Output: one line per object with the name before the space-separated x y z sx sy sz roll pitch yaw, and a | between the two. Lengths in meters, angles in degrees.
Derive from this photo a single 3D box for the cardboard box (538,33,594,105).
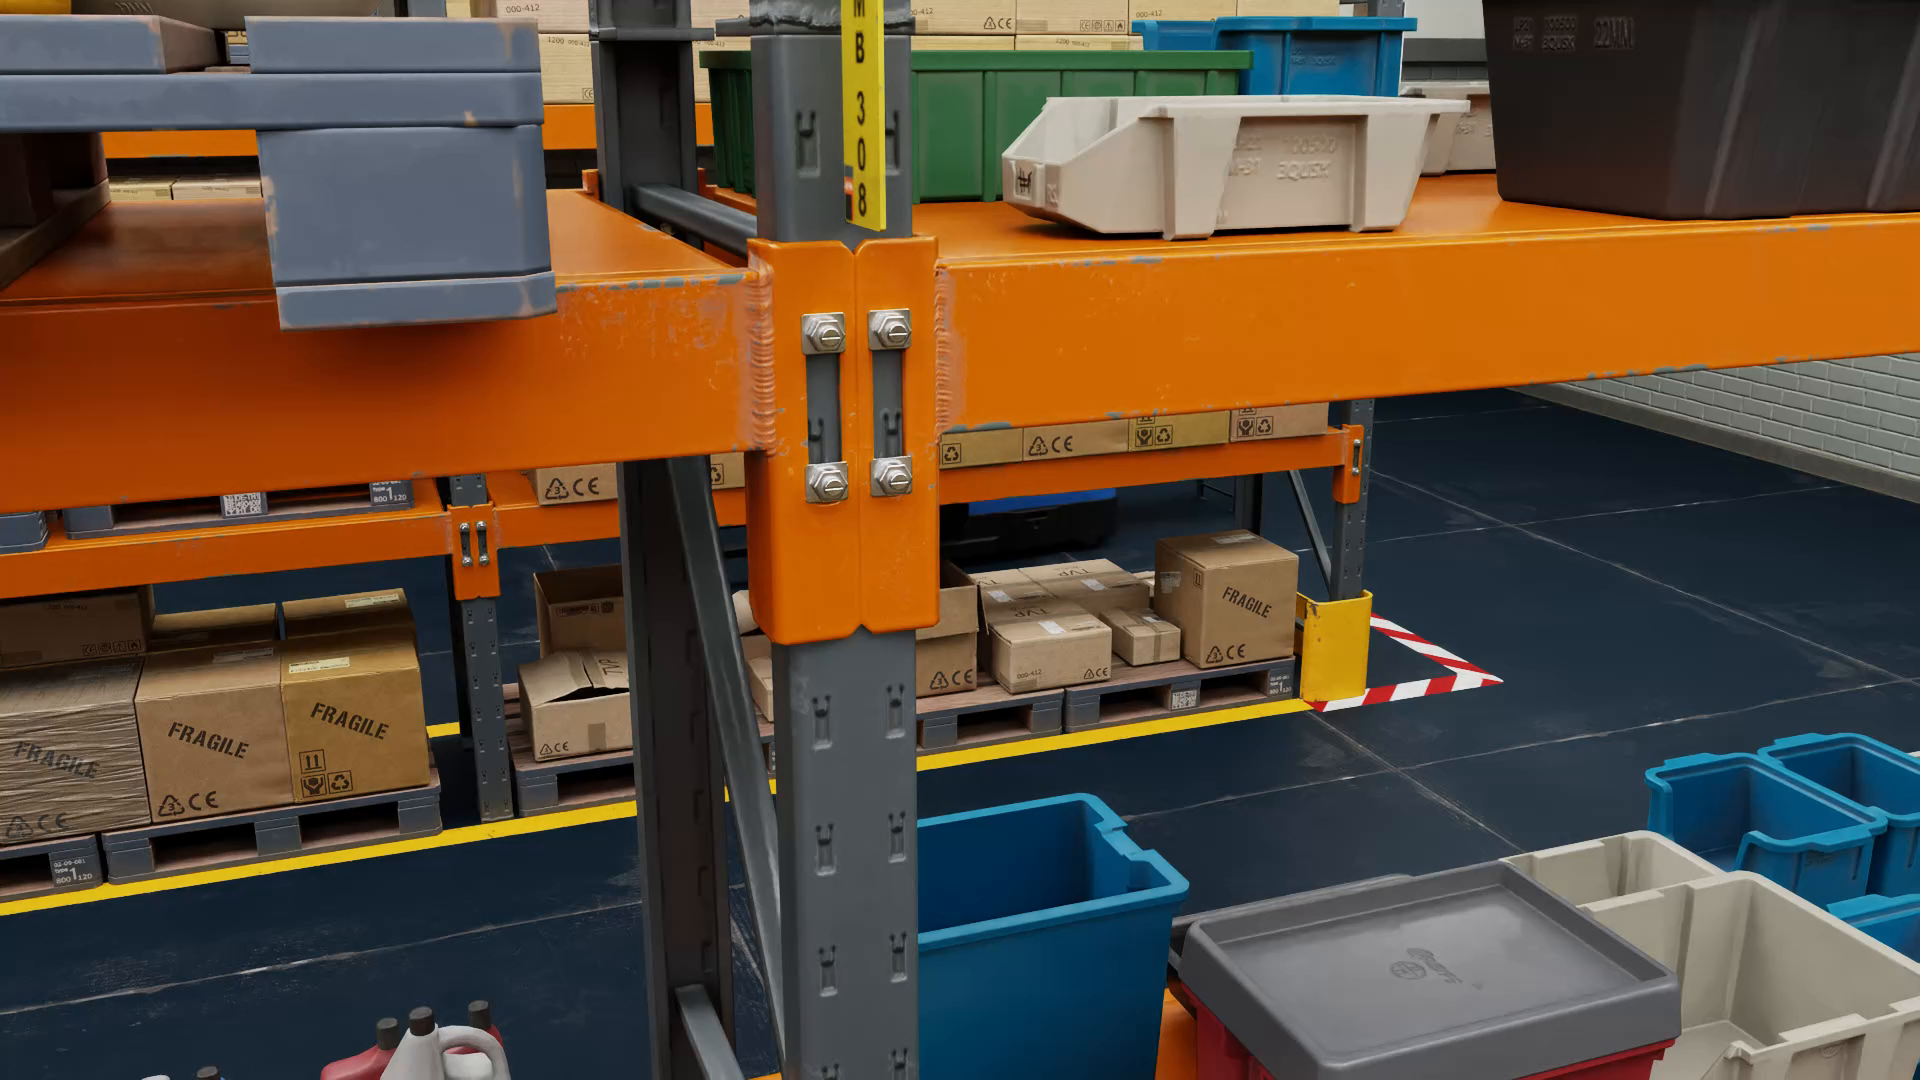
cardboard box | -1.503 -1.782 6.287 0.500 0.250 0.500 -6 17 -20

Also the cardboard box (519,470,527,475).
cardboard box | -1.671 -0.597 7.131 0.500 0.500 0.500 -6 17 -19

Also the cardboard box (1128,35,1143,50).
cardboard box | 0.833 -2.033 7.141 0.500 0.250 0.500 -6 17 -20

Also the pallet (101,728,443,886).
pallet | -2.792 0.999 6.823 1.213 0.211 1.003 -6 17 -20

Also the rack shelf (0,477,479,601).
rack shelf | -3.913 0.116 6.158 4.000 0.370 1.077 -6 17 -20

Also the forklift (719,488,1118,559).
forklift | -0.569 -1.333 9.937 3.031 2.935 1.130 -7 18 -23

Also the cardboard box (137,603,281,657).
cardboard box | -3.079 0.598 6.893 0.500 0.500 0.500 -6 17 -19

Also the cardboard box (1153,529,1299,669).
cardboard box | 1.270 0.273 7.999 0.500 0.500 0.500 -6 17 -20

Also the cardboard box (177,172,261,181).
cardboard box | -4.831 -2.262 10.906 0.500 0.250 0.500 -6 17 -19

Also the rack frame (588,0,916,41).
rack frame | -0.277 -2.006 1.459 0.127 3.000 1.000 -6 17 -20

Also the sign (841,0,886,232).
sign | -0.082 -0.426 1.387 0.005 0.325 0.100 -6 17 -20

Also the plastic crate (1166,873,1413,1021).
plastic crate | 0.672 0.792 2.959 0.590 0.125 0.437 -6 17 -20

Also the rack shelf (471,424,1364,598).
rack shelf | -0.178 -0.288 7.531 4.000 0.370 1.077 -6 17 -20

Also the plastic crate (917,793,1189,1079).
plastic crate | 0.037 0.714 2.764 0.575 0.384 0.392 -6 17 -20

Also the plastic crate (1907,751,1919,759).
plastic crate | 2.147 0.584 3.647 0.298 0.136 0.250 -6 17 -20

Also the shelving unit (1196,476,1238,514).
shelving unit | 1.307 -0.897 10.991 1.048 1.500 0.538 -7 18 -24

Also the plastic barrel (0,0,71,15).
plastic barrel | -1.057 -0.713 1.300 0.600 0.588 0.600 0 16 0

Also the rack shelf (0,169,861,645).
rack shelf | -2.144 -0.020 1.296 4.000 0.370 1.077 -6 17 -20

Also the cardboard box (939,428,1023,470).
cardboard box | -0.053 -0.613 7.184 0.500 0.500 0.500 -6 18 -21

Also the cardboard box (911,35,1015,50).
cardboard box | -0.102 -1.933 6.800 0.500 0.250 0.500 -6 17 -20

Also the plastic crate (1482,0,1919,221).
plastic crate | 0.981 -0.557 2.081 0.590 0.269 0.497 -6 17 -20

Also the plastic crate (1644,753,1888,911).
plastic crate | 1.600 0.622 3.347 0.300 0.233 0.416 -6 17 -20

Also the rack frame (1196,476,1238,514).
rack frame | 1.769 -0.957 11.194 0.032 1.500 0.500 -7 18 -24

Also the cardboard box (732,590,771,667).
cardboard box | -0.915 0.440 7.767 0.500 0.311 0.500 -6 17 -20

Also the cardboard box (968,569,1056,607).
cardboard box | 0.146 0.355 8.166 0.500 0.250 0.500 -6 17 -20

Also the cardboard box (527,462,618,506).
cardboard box | -1.472 -0.459 6.660 0.500 0.500 0.500 -6 17 -19

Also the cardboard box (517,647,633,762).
cardboard box | -1.576 0.662 7.010 0.500 0.311 0.500 -6 17 -20

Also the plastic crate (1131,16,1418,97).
plastic crate | 0.459 -0.662 2.503 0.300 0.233 0.416 -6 17 -20

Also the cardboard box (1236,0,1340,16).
cardboard box | 1.301 -2.323 7.240 0.500 0.250 0.500 -6 17 -20

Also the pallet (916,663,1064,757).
pallet | -0.263 0.714 7.794 1.213 0.211 1.003 -6 17 -20

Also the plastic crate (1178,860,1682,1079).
plastic crate | 0.647 0.789 2.368 0.583 0.464 0.402 -6 17 -20

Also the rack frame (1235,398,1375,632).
rack frame | 1.689 -0.835 8.117 0.127 3.000 1.000 -6 17 -20

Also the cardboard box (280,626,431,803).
cardboard box | -2.404 0.682 6.607 0.500 0.500 0.500 -6 17 -20

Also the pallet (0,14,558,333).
pallet | -0.974 -0.372 1.551 1.003 0.211 1.213 -6 17 -20

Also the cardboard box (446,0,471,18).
cardboard box | -3.082 -3.351 10.706 0.500 0.250 0.500 -6 17 -20

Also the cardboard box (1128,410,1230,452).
cardboard box | 0.885 -0.713 7.524 0.500 0.500 0.500 -6 17 -20

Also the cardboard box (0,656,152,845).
cardboard box | -3.337 0.780 6.273 0.500 0.500 0.500 -6 17 -19

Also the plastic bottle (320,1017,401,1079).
plastic bottle | -0.897 0.867 2.531 0.133 0.283 0.061 -6 17 -20

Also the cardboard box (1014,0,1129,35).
cardboard box | 0.366 -2.223 6.900 0.500 0.250 0.500 -6 17 -20

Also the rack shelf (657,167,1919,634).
rack shelf | 1.591 -0.423 2.669 4.000 0.370 1.077 -6 17 -20

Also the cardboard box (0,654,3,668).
cardboard box | -3.987 0.333 6.464 0.500 0.250 0.500 -7 18 -21

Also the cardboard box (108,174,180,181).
cardboard box | -5.297 -2.210 10.729 0.500 0.250 0.500 -7 18 -22

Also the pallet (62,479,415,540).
pallet | -2.831 -0.287 6.594 1.213 0.211 1.003 -6 17 -20

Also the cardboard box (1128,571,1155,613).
cardboard box | 0.942 0.291 8.532 0.250 0.166 0.380 -6 17 -20

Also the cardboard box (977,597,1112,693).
cardboard box | 0.372 0.481 7.735 0.500 0.250 0.500 -6 17 -20

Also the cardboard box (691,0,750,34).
cardboard box | -1.037 -2.073 6.389 0.500 0.250 0.500 -6 17 -20

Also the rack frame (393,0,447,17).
rack frame | -2.046 -3.310 5.898 0.127 3.000 1.000 -6 17 -20

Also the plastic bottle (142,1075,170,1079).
plastic bottle | -1.187 0.915 2.378 0.135 0.276 0.152 -6 17 -20
